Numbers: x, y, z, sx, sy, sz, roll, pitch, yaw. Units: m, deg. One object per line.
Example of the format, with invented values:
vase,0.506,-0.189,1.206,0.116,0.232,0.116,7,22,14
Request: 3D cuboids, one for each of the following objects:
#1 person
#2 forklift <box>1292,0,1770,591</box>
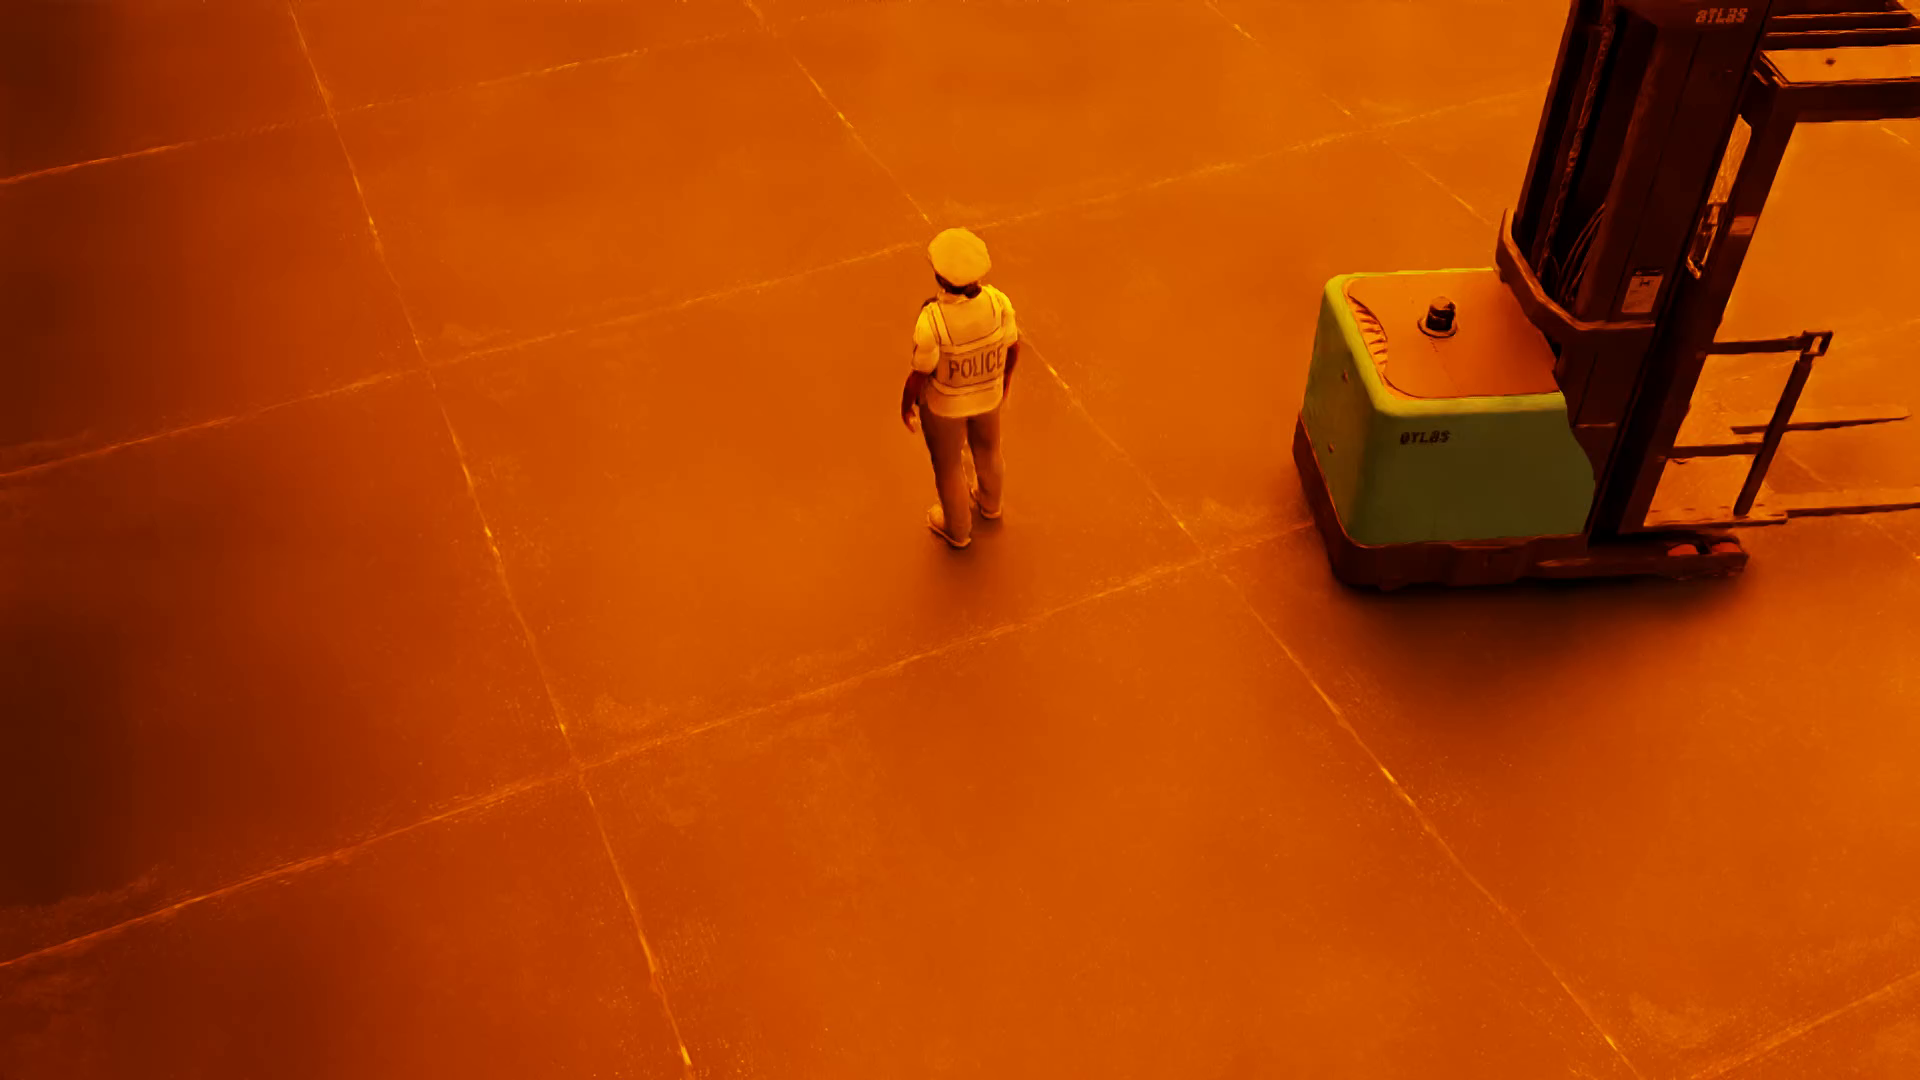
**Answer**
person,0.007,-0.657,7.230,0.512,1.629,0.393,-18,46,-18
forklift,3.181,-1.249,7.019,3.031,2.935,1.130,-3,43,-3
